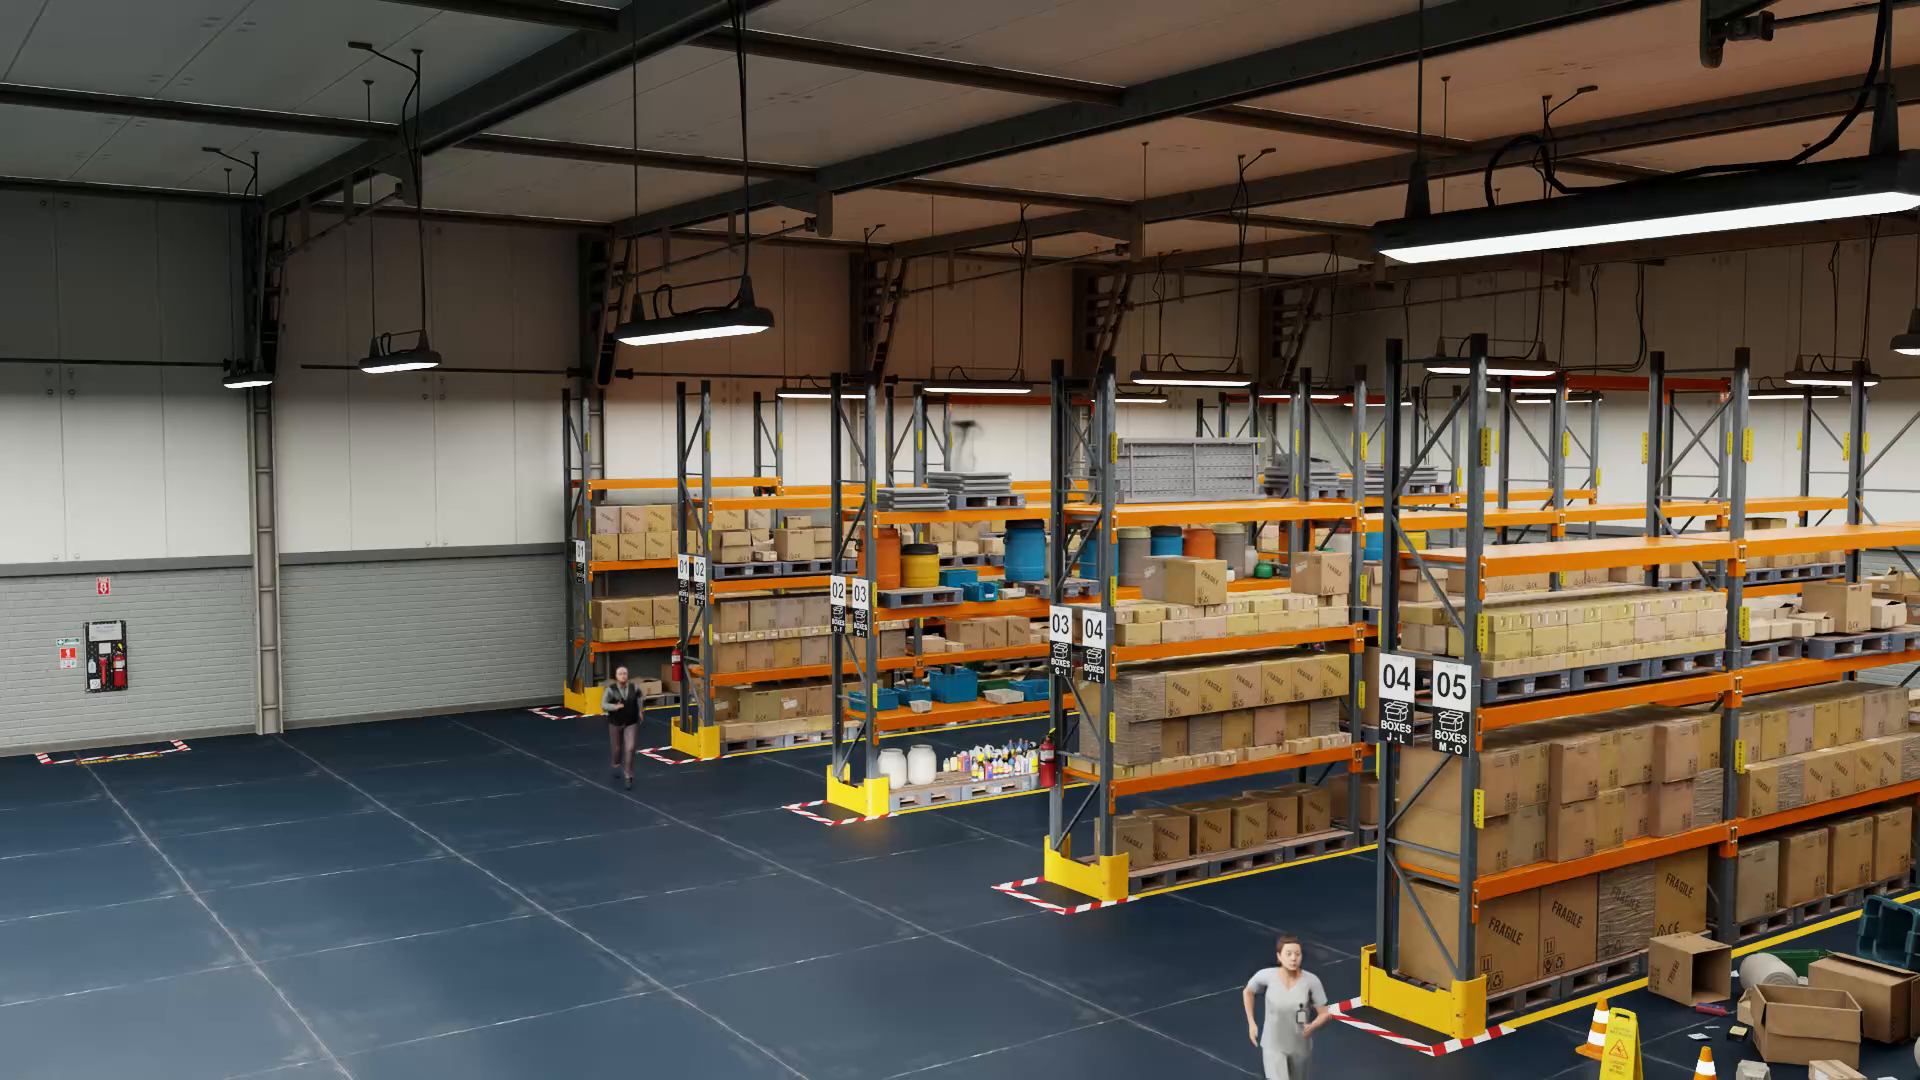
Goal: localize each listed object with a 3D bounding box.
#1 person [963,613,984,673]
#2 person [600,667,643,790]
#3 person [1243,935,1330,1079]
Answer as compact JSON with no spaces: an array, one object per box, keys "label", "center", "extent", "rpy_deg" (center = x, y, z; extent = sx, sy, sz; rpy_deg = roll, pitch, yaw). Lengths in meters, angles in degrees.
[{"label":"person","center":[0.302,2.199,32.154],"extent":[0.902,1.788,0.664],"rpy_deg":[-3,5,-38]},{"label":"person","center":[-4.939,2.713,24.342],"extent":[0.644,1.732,0.948],"rpy_deg":[-1,4,-16]},{"label":"person","center":[2.287,3.573,11.678],"extent":[0.582,1.676,0.974],"rpy_deg":[0,4,4]}]
